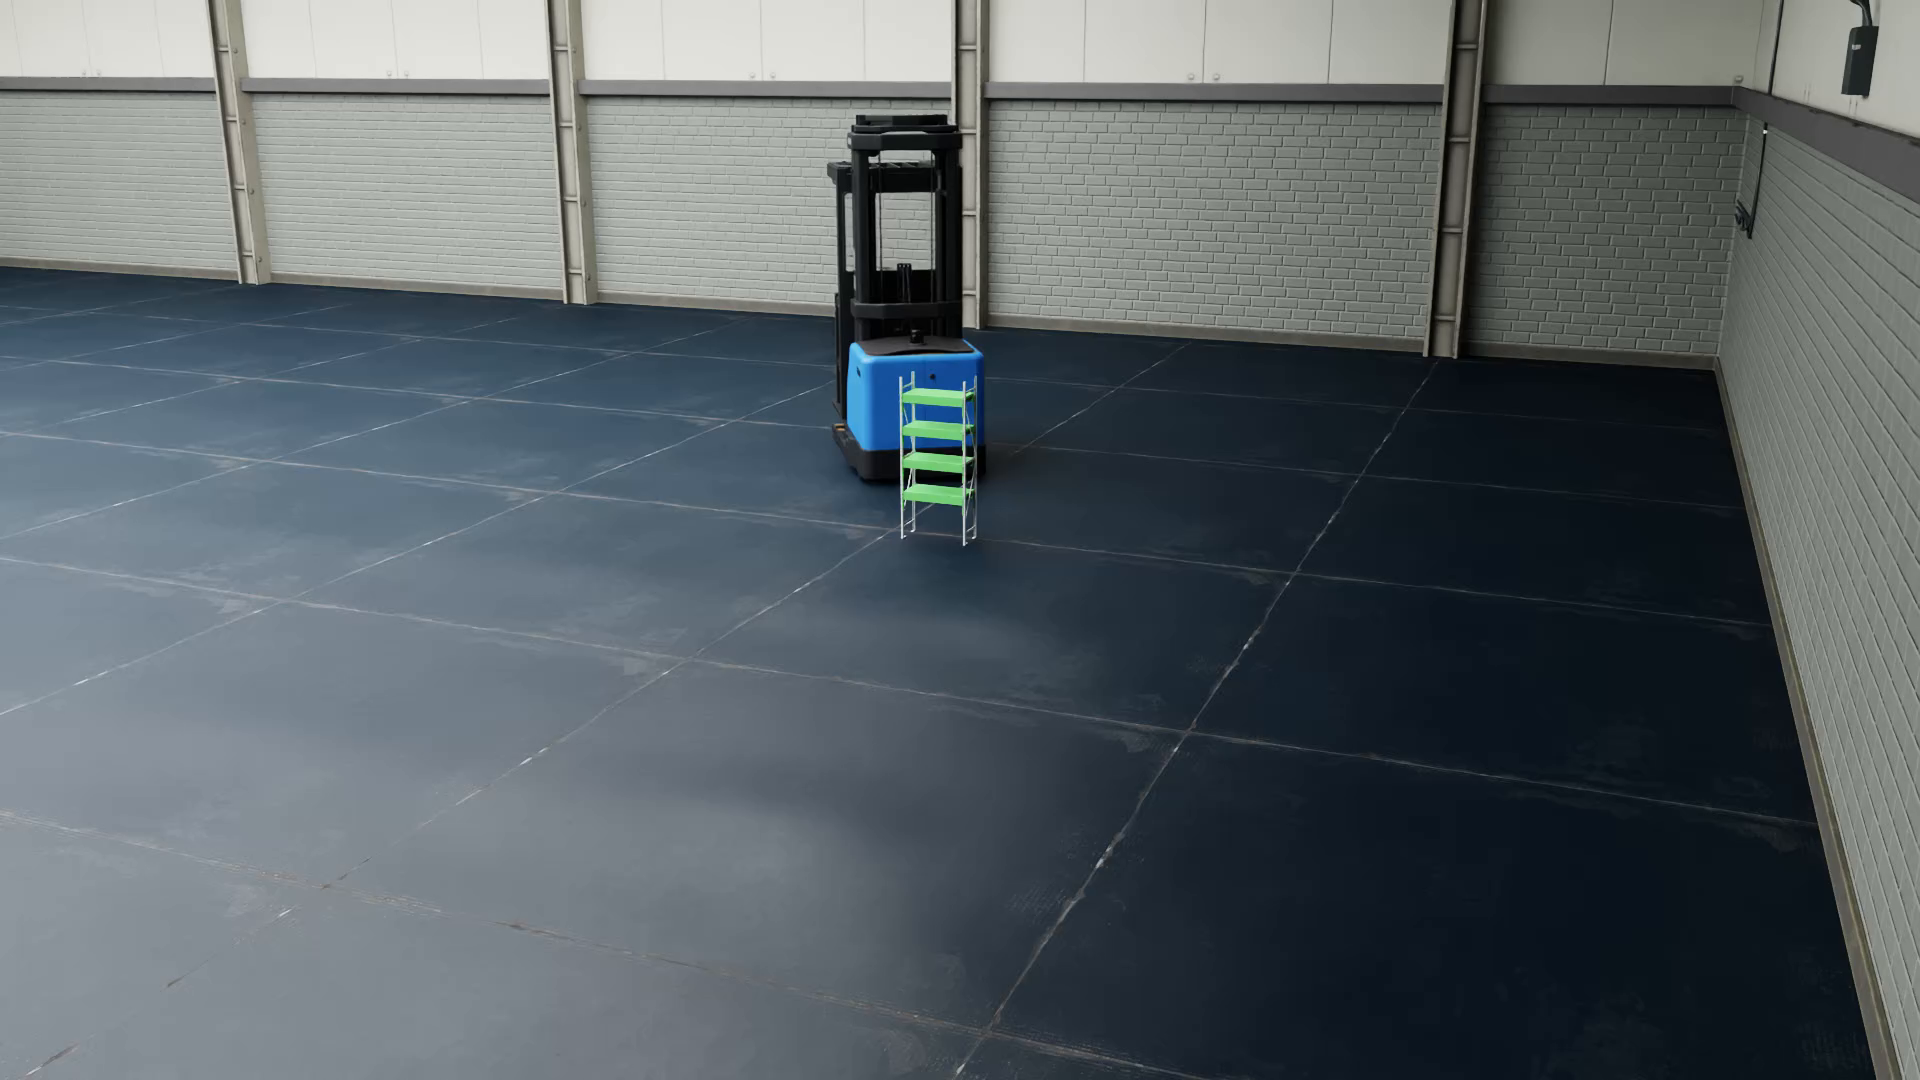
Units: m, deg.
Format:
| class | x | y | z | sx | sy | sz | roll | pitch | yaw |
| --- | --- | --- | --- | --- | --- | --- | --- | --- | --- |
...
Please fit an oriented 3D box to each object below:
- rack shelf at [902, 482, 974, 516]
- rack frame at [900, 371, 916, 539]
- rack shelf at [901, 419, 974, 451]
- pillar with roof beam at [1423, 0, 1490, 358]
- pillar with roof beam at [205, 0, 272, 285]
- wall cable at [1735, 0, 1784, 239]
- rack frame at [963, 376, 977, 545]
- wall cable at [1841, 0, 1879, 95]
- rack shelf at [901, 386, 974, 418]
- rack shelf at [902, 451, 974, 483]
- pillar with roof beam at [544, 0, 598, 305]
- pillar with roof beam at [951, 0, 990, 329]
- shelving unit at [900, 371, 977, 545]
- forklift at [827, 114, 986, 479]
| class | x | y | z | sx | sy | sz | roll | pitch | yaw |
| --- | --- | --- | --- | --- | --- | --- | --- | --- | --- |
| rack shelf | -0.154 | -0.301 | 12.149 | 0.480 | 0.148 | 0.258 | 6 | 17 | 21 |
| rack frame | -0.381 | -0.618 | 12.151 | 0.015 | 1.200 | 0.240 | 6 | 17 | 21 |
| rack shelf | -0.154 | -0.762 | 12.016 | 0.480 | 0.148 | 0.258 | 6 | 17 | 21 |
| pillar with roof beam | 4.131 | -5.394 | 14.615 | 0.400 | 9.000 | 9.100 | 6 | 17 | 21 |
| pillar with roof beam | -12.613 | -7.236 | 20.957 | 0.400 | 9.000 | 9.100 | 6 | 17 | 21 |
| wall cable | 7.966 | -4.375 | 16.674 | 0.112 | 2.526 | 3.097 | 6 | 17 | 21 |
| rack frame | 0.073 | -0.568 | 11.979 | 0.015 | 1.200 | 0.240 | 6 | 17 | 21 |
| wall cable | 4.468 | -5.039 | 7.292 | 0.169 | 6.003 | 2.305 | 6 | 17 | 21 |
| rack shelf | -0.154 | -0.993 | 11.949 | 0.480 | 0.148 | 0.258 | 6 | 17 | 21 |
| rack shelf | -0.154 | -0.532 | 12.083 | 0.480 | 0.148 | 0.258 | 6 | 17 | 21 |
| pillar with roof beam | -7.032 | -6.622 | 18.843 | 0.400 | 9.000 | 9.100 | 6 | 17 | 21 |
| pillar with roof beam | -1.450 | -6.008 | 16.729 | 0.400 | 9.000 | 9.100 | 6 | 17 | 21 |
| shelving unit | -0.154 | -0.593 | 12.065 | 0.503 | 1.200 | 0.258 | 6 | 17 | 21 |
| forklift | -0.569 | -2.273 | 14.746 | 1.130 | 2.935 | 3.031 | -3 | 16 | -11 |
